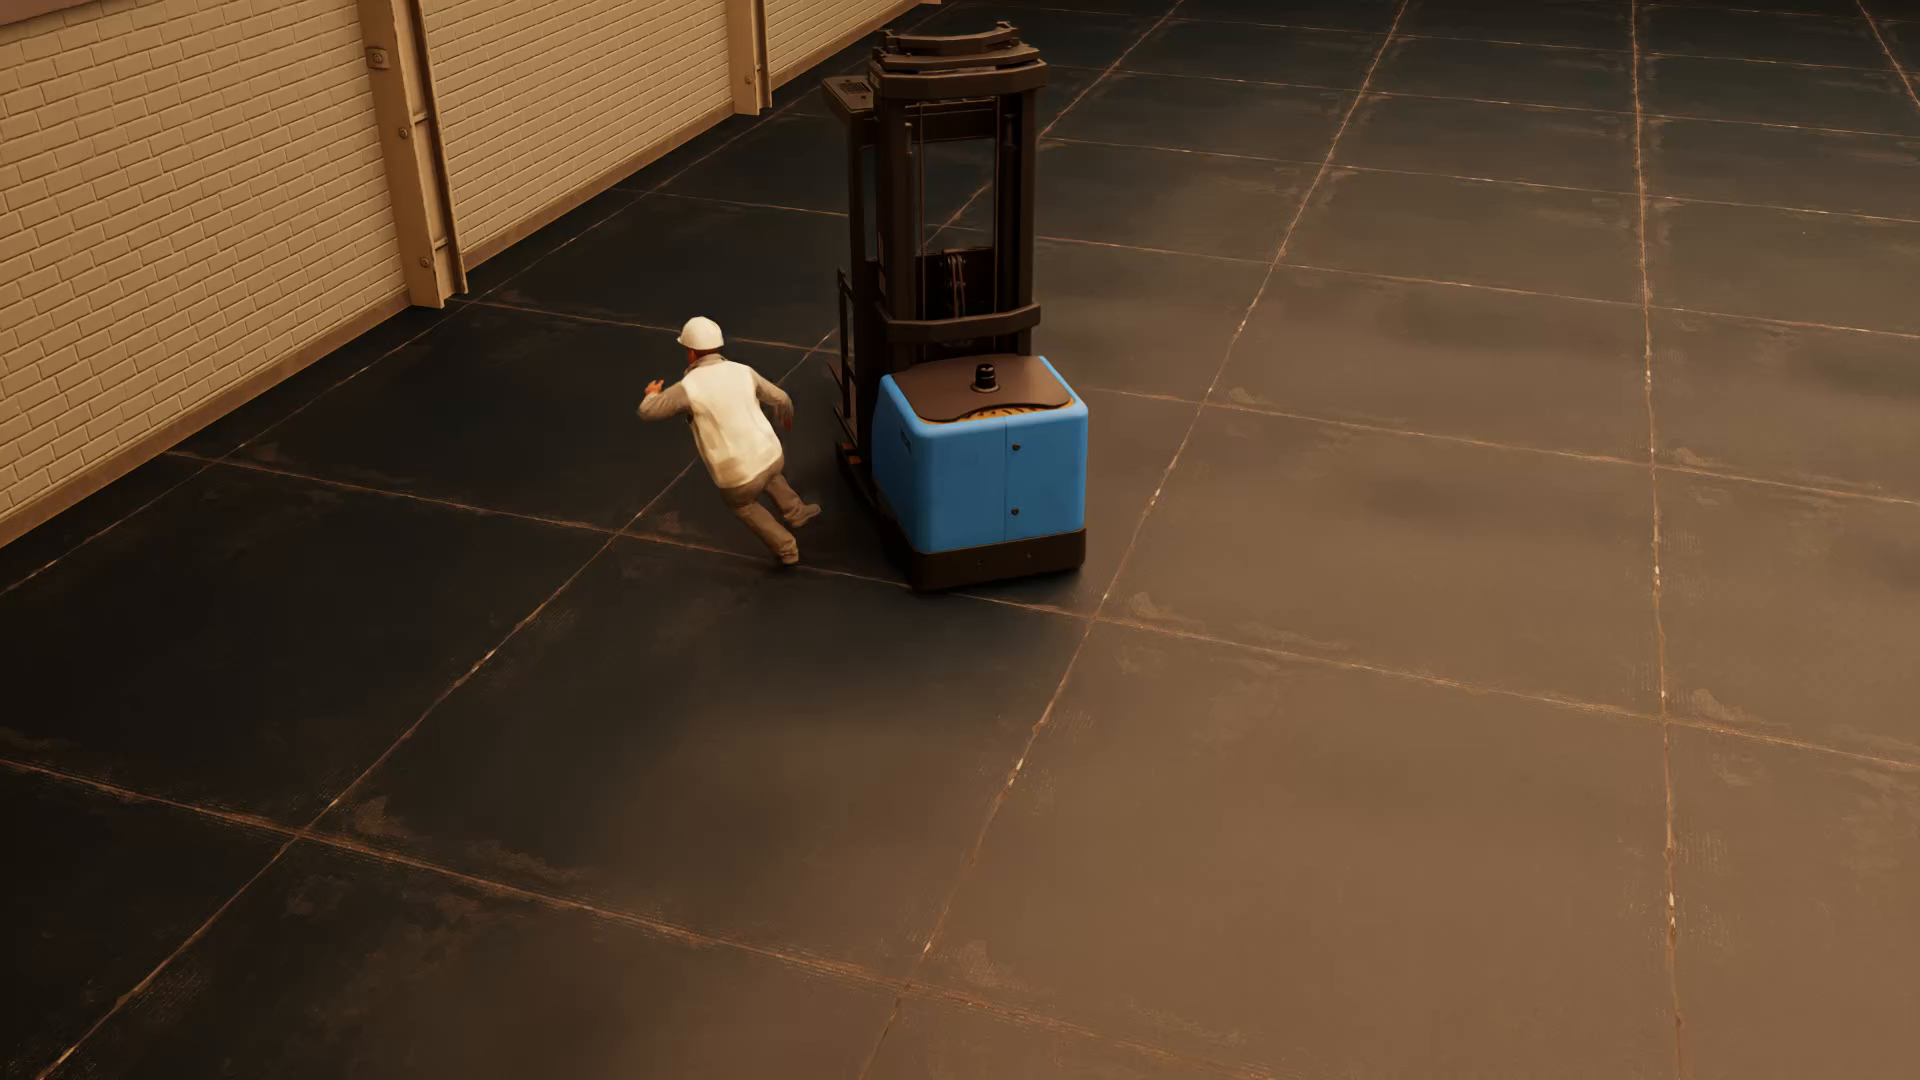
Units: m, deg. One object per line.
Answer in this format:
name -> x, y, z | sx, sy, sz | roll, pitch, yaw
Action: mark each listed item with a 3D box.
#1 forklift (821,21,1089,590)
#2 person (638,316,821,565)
forklift -> -0.181, -1.705, 10.128 | 1.130, 2.935, 3.031 | -9, 31, -15
person -> -1.296, -0.583, 9.571 | 1.053, 1.536, 0.903 | -24, 38, -36
